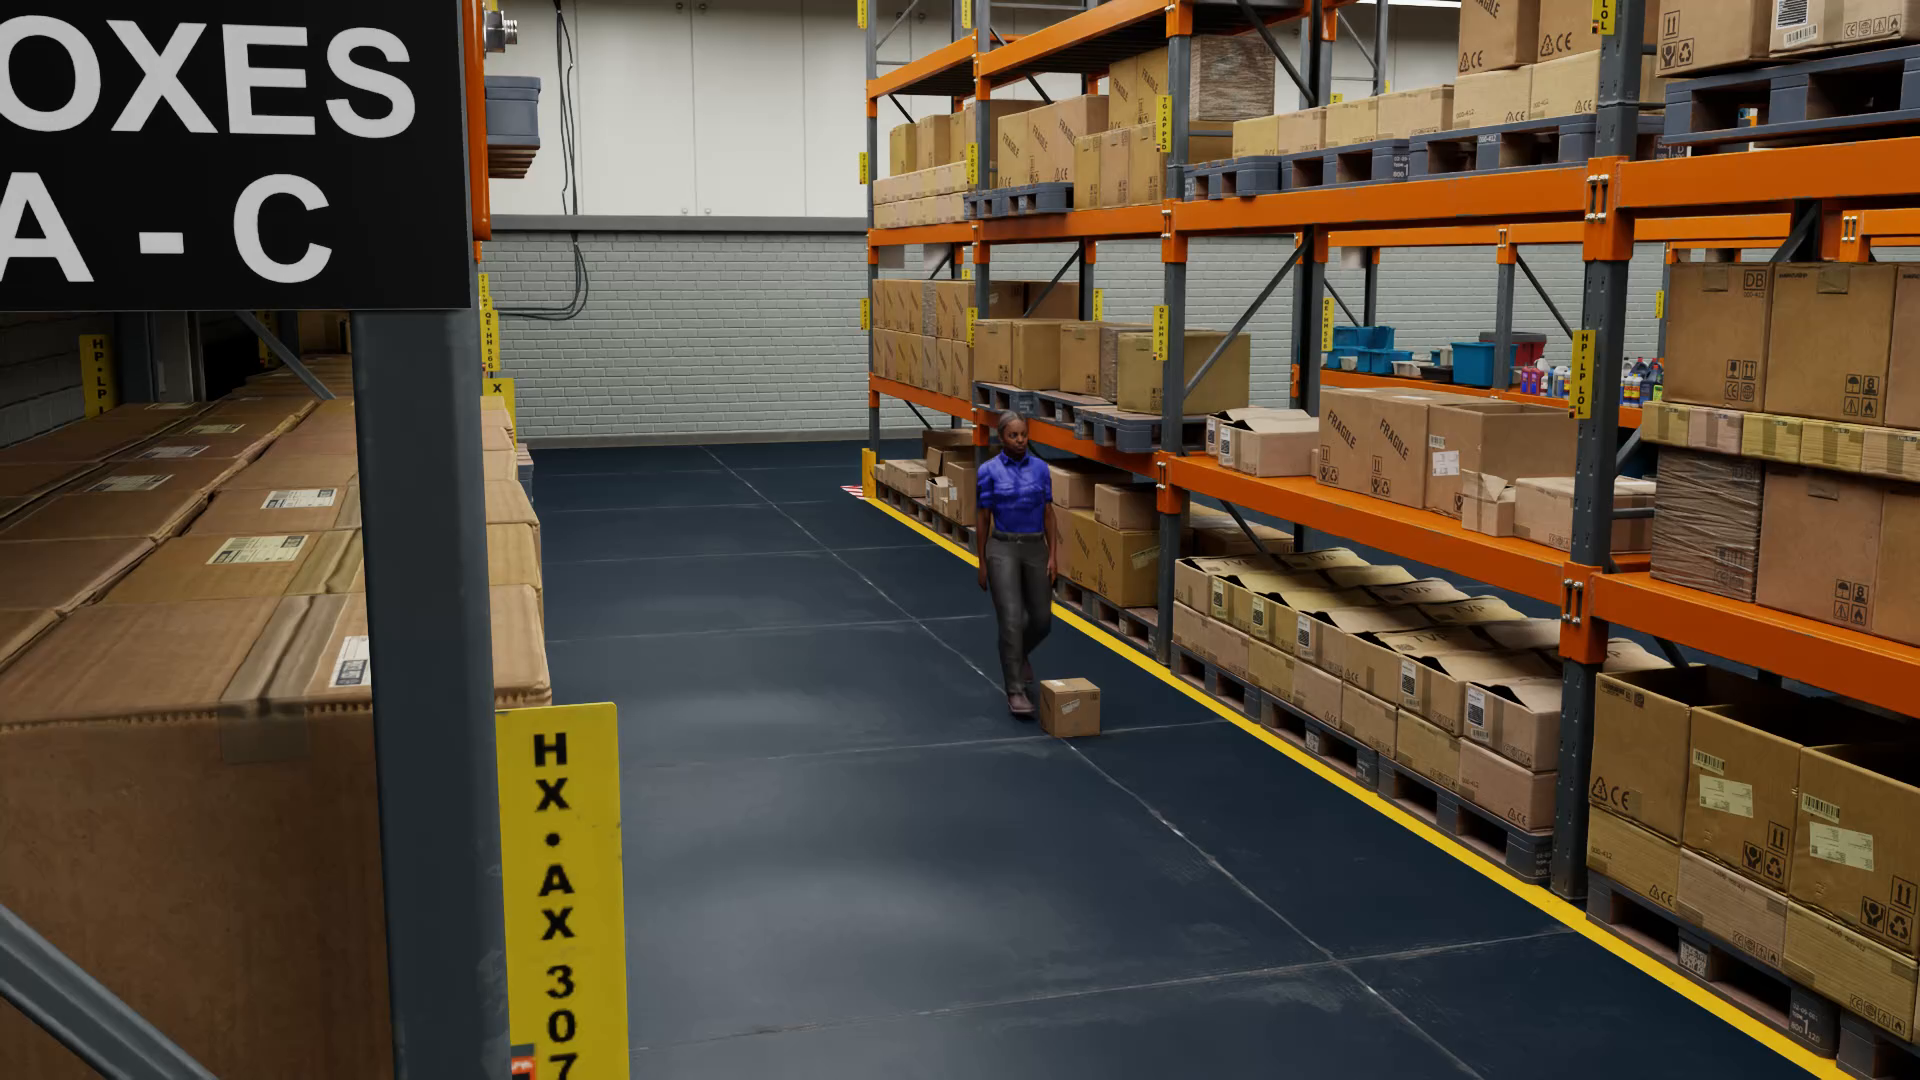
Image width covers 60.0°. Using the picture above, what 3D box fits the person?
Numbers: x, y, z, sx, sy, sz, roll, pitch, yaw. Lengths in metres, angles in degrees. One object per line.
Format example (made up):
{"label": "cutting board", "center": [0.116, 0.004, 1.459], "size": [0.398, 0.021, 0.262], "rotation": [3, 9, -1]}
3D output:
{"label": "person", "center": [0.328, 0.093, 9.267], "size": [0.452, 1.619, 0.800], "rotation": [-3, 10, -18]}
